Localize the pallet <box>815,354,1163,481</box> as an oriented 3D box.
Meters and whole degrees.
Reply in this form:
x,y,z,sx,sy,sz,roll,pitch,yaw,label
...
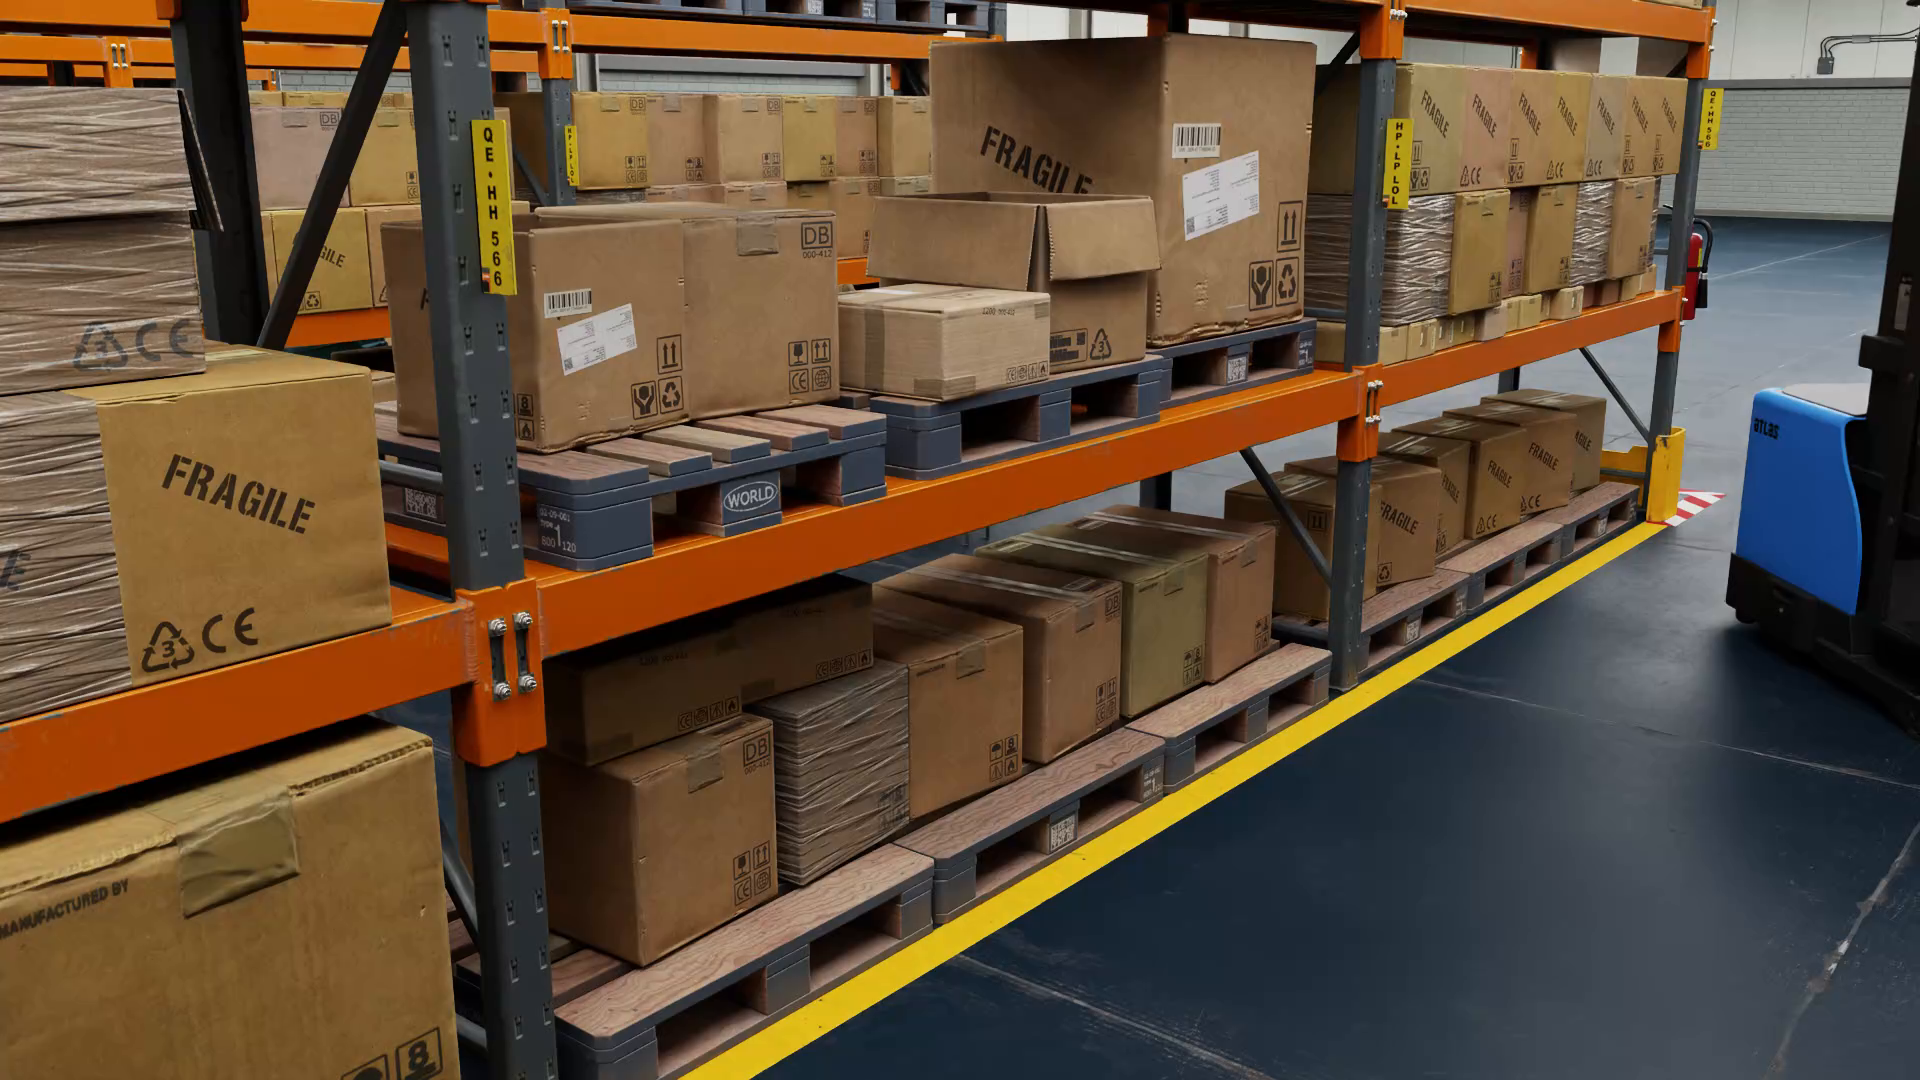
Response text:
x,y,z,sx,sy,sz,roll,pitch,yaw,label
-0.108,-0.448,5.185,1.003,0.211,1.213,11,18,38,pallet

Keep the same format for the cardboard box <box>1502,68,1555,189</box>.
x,y,z,sx,sy,sz,roll,pitch,yaw,label
2.302,-1.838,7.427,0.500,0.500,0.500,11,18,38,cardboard box

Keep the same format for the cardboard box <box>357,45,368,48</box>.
x,y,z,sx,sy,sz,roll,pitch,yaw,label
-4.938,-4.141,13.749,0.380,0.149,0.250,11,18,37,cardboard box

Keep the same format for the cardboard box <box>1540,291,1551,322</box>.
x,y,z,sx,sy,sz,roll,pitch,yaw,label
2.617,-1.139,8.025,0.380,0.149,0.250,11,18,38,cardboard box

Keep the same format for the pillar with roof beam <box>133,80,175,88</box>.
x,y,z,sx,sy,sz,roll,pitch,yaw,label
-5.654,-6.237,15.396,9.100,9.000,0.400,11,18,38,pillar with roof beam

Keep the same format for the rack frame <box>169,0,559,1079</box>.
x,y,z,sx,sy,sz,roll,pitch,yaw,label
-1.321,-0.156,3.644,1.000,3.000,0.127,11,18,38,rack frame

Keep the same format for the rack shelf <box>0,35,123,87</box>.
x,y,z,sx,sy,sz,roll,pitch,yaw,label
-7.772,-3.178,10.908,1.077,0.370,4.000,11,18,38,rack shelf

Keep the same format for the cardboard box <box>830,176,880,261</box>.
x,y,z,sx,sy,sz,roll,pitch,yaw,label
-1.063,-2.273,11.674,0.875,0.550,0.550,11,18,38,cardboard box

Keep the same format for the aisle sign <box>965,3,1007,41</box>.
x,y,z,sx,sy,sz,roll,pitch,yaw,label
0.191,-3.702,12.324,0.394,0.787,0.004,11,18,38,aisle sign

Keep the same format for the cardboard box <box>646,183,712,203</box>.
x,y,z,sx,sy,sz,roll,pitch,yaw,label
-2.050,-1.963,10.453,0.875,0.550,0.550,11,18,38,cardboard box

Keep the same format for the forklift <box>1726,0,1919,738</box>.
x,y,z,sx,sy,sz,roll,pitch,yaw,label
4.098,-0.709,5.962,1.130,2.935,3.031,0,14,-1,forklift

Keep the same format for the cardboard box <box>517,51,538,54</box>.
x,y,z,sx,sy,sz,roll,pitch,yaw,label
-4.007,-4.442,14.934,0.380,0.149,0.250,11,18,38,cardboard box

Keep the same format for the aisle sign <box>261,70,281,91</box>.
x,y,z,sx,sy,sz,roll,pitch,yaw,label
-7.594,-5.216,18.283,0.394,0.787,0.004,11,18,38,aisle sign

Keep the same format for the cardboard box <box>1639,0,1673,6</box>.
x,y,z,sx,sy,sz,roll,pitch,yaw,label
3.290,-2.841,8.428,0.500,0.250,0.500,11,18,38,cardboard box

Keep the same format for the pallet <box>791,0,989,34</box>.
x,y,z,sx,sy,sz,roll,pitch,yaw,label
-0.545,-3.742,11.849,1.003,0.211,1.213,11,18,38,pallet

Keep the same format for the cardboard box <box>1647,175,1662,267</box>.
x,y,z,sx,sy,sz,roll,pitch,yaw,label
3.340,-1.780,9.228,0.875,0.500,0.500,11,18,38,cardboard box

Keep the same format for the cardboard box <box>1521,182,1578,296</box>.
x,y,z,sx,sy,sz,roll,pitch,yaw,label
2.448,-1.482,8.058,0.875,0.500,0.500,11,18,38,cardboard box

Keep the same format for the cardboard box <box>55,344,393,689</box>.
x,y,z,sx,sy,sz,roll,pitch,yaw,label
-1.438,-0.072,3.109,0.500,0.500,0.500,12,19,39,cardboard box

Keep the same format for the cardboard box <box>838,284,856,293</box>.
x,y,z,sx,sy,sz,roll,pitch,yaw,label
-0.483,-0.655,5.031,0.396,0.266,0.258,11,18,36,cardboard box

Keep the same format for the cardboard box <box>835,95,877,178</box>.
x,y,z,sx,sy,sz,roll,pitch,yaw,label
-1.082,-2.800,11.555,0.875,0.550,0.550,11,18,38,cardboard box

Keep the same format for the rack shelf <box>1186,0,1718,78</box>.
x,y,z,sx,sy,sz,roll,pitch,yaw,label
2.450,-2.410,7.887,1.077,0.370,4.000,11,18,38,rack shelf

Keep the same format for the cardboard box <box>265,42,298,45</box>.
x,y,z,sx,sy,sz,roll,pitch,yaw,label
-5.485,-4.007,13.220,0.380,0.149,0.250,11,18,36,cardboard box

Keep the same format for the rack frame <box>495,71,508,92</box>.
x,y,z,sx,sy,sz,roll,pitch,yaw,label
-4.001,-3.222,15.712,1.000,3.000,0.127,11,18,38,rack frame

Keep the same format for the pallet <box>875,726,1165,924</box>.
x,y,z,sx,sy,sz,roll,pitch,yaw,label
-0.061,0.814,5.492,1.003,0.211,1.213,11,18,38,pallet

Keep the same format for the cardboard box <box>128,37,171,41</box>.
x,y,z,sx,sy,sz,roll,pitch,yaw,label
-6.124,-3.810,12.445,0.380,0.149,0.250,11,18,37,cardboard box

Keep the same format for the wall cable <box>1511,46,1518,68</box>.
x,y,z,sx,sy,sz,roll,pitch,yaw,label
12.733,-11.503,42.432,3.097,2.526,0.112,11,18,38,wall cable

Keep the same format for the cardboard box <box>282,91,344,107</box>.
x,y,z,sx,sy,sz,roll,pitch,yaw,label
-5.395,-3.370,13.458,0.700,0.500,0.500,11,18,36,cardboard box

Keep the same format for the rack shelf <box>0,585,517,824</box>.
x,y,z,sx,sy,sz,roll,pitch,yaw,label
-2.578,0.576,2.225,1.077,0.370,4.000,11,18,38,rack shelf

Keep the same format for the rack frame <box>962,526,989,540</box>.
x,y,z,sx,sy,sz,roll,pitch,yaw,label
0.067,-0.602,9.055,0.240,1.200,0.006,11,18,38,rack frame

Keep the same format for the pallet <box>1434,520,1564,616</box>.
x,y,z,sx,sy,sz,roll,pitch,yaw,label
2.354,0.061,8.455,1.003,0.211,1.213,11,18,38,pallet

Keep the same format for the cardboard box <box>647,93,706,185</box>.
x,y,z,sx,sy,sz,roll,pitch,yaw,label
-2.087,-2.494,10.349,0.875,0.550,0.550,11,18,38,cardboard box

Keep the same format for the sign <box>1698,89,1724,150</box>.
x,y,z,sx,sy,sz,roll,pitch,yaw,label
4.127,-2.313,9.141,0.100,0.325,0.005,11,18,38,sign

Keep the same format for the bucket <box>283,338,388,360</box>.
x,y,z,sx,sy,sz,roll,pitch,yaw,label
-4.309,-1.242,11.480,0.620,0.611,0.726,-19,22,-27,bucket

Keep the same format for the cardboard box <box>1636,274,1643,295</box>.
x,y,z,sx,sy,sz,roll,pitch,yaw,label
3.531,-1.432,9.178,0.380,0.149,0.250,11,18,38,cardboard box

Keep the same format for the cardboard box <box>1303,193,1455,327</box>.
x,y,z,sx,sy,sz,roll,pitch,yaw,label
1.524,-1.191,6.912,0.875,0.500,0.500,11,18,38,cardboard box

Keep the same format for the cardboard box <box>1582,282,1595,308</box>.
x,y,z,sx,sy,sz,roll,pitch,yaw,label
3.056,-1.289,8.615,0.380,0.149,0.250,11,18,38,cardboard box

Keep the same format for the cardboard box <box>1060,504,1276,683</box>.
x,y,z,sx,sy,sz,roll,pitch,yaw,label
0.791,0.191,6.464,0.700,0.500,0.500,10,17,33,cardboard box

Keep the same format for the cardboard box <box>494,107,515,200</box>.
x,y,z,sx,sy,sz,roll,pitch,yaw,label
-2.908,-2.146,9.244,0.700,0.500,0.500,11,18,37,cardboard box

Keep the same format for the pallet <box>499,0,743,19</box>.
x,y,z,sx,sy,sz,roll,pitch,yaw,label
-2.079,-3.275,10.009,1.003,0.211,1.213,11,18,38,pallet

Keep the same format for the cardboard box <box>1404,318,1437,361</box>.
x,y,z,sx,sy,sz,roll,pitch,yaw,label
1.730,-0.841,6.850,0.380,0.149,0.250,11,18,38,cardboard box

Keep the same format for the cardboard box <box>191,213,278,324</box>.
x,y,z,sx,sy,sz,roll,pitch,yaw,label
-3.673,-1.325,8.043,0.500,0.500,0.500,11,18,37,cardboard box

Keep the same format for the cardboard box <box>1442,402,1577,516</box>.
x,y,z,sx,sy,sz,roll,pitch,yaw,label
2.953,-0.443,8.999,0.500,0.500,0.500,-10,17,-35,cardboard box

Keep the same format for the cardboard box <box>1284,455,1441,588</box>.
x,y,z,sx,sy,sz,roll,pitch,yaw,label
1.830,-0.095,7.629,0.500,0.500,0.500,-9,17,-32,cardboard box

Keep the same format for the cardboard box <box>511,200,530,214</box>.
x,y,z,sx,sy,sz,roll,pitch,yaw,label
-2.721,-1.616,9.189,0.500,0.500,0.500,11,18,37,cardboard box

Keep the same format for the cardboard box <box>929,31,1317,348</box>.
x,y,z,sx,sy,sz,roll,pitch,yaw,label
0.585,-1.286,6.021,1.000,1.000,1.000,11,18,38,cardboard box

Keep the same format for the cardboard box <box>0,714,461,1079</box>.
x,y,z,sx,sy,sz,roll,pitch,yaw,label
-1.771,0.799,3.347,1.225,0.875,0.875,10,17,35,cardboard box

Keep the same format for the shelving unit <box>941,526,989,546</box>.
x,y,z,sx,sy,sz,roll,pitch,yaw,label
0.009,-0.584,8.986,0.258,1.200,0.189,11,18,38,shelving unit

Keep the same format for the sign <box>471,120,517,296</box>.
x,y,z,sx,sy,sz,roll,pitch,yaw,label
-0.887,-0.632,3.166,0.100,0.325,0.005,11,18,38,sign

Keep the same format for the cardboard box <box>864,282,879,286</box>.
x,y,z,sx,sy,sz,roll,pitch,yaw,label
-0.462,-1.509,12.431,0.875,0.875,0.875,11,18,38,cardboard box

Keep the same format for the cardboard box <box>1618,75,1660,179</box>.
x,y,z,sx,sy,sz,roll,pitch,yaw,label
3.244,-2.125,8.558,0.500,0.500,0.500,11,18,38,cardboard box

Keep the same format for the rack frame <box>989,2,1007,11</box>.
x,y,z,sx,sy,sz,roll,pitch,yaw,label
-0.087,-5.383,12.034,1.000,3.000,0.127,11,18,38,rack frame

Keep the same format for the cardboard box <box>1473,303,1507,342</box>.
x,y,z,sx,sy,sz,roll,pitch,yaw,label
2.204,-0.984,7.413,0.380,0.149,0.250,11,18,38,cardboard box

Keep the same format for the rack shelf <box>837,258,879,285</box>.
x,y,z,sx,sy,sz,roll,pitch,yaw,label
-1.344,-1.743,11.354,1.077,0.370,4.000,11,18,38,rack shelf

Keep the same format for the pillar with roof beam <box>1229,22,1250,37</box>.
x,y,z,sx,sy,sz,roll,pitch,yaw,label
9.430,-10.833,33.489,9.100,9.000,0.400,11,18,38,pillar with roof beam

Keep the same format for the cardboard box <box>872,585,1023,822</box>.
x,y,z,sx,sy,sz,roll,pitch,yaw,label
-0.225,0.493,5.273,0.700,0.500,0.500,13,19,42,cardboard box
